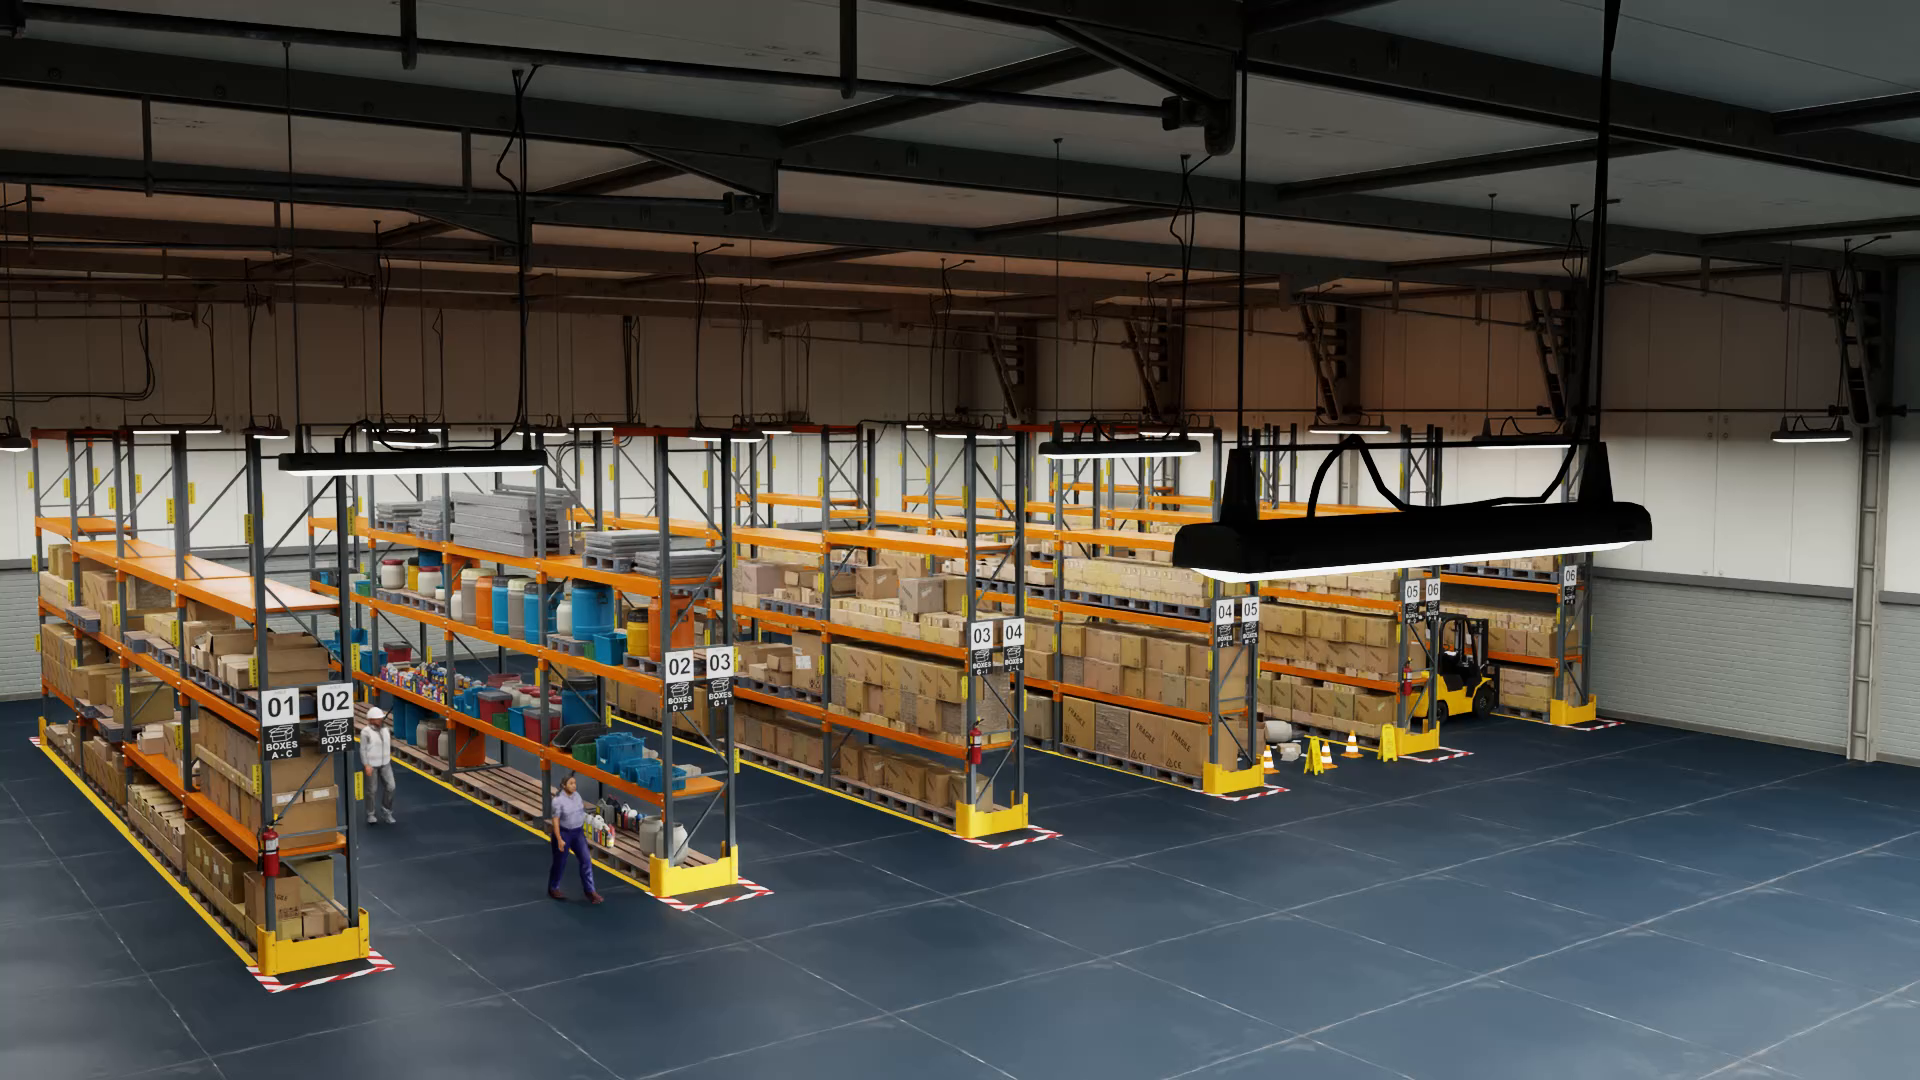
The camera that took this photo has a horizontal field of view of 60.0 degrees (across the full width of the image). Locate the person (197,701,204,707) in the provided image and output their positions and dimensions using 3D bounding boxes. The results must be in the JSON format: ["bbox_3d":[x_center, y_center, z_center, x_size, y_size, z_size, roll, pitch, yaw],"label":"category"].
[{"bbox_3d":[-14.435,2.999,31.850,0.810,1.665,0.528,3,6,36],"label":"person"}]

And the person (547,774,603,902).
[{"bbox_3d":[-4.987,3.827,21.415,0.837,1.617,0.509,4,6,39],"label":"person"}]

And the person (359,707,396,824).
[{"bbox_3d":[-8.913,3.464,25.432,0.484,1.837,0.585,3,5,35],"label":"person"}]
